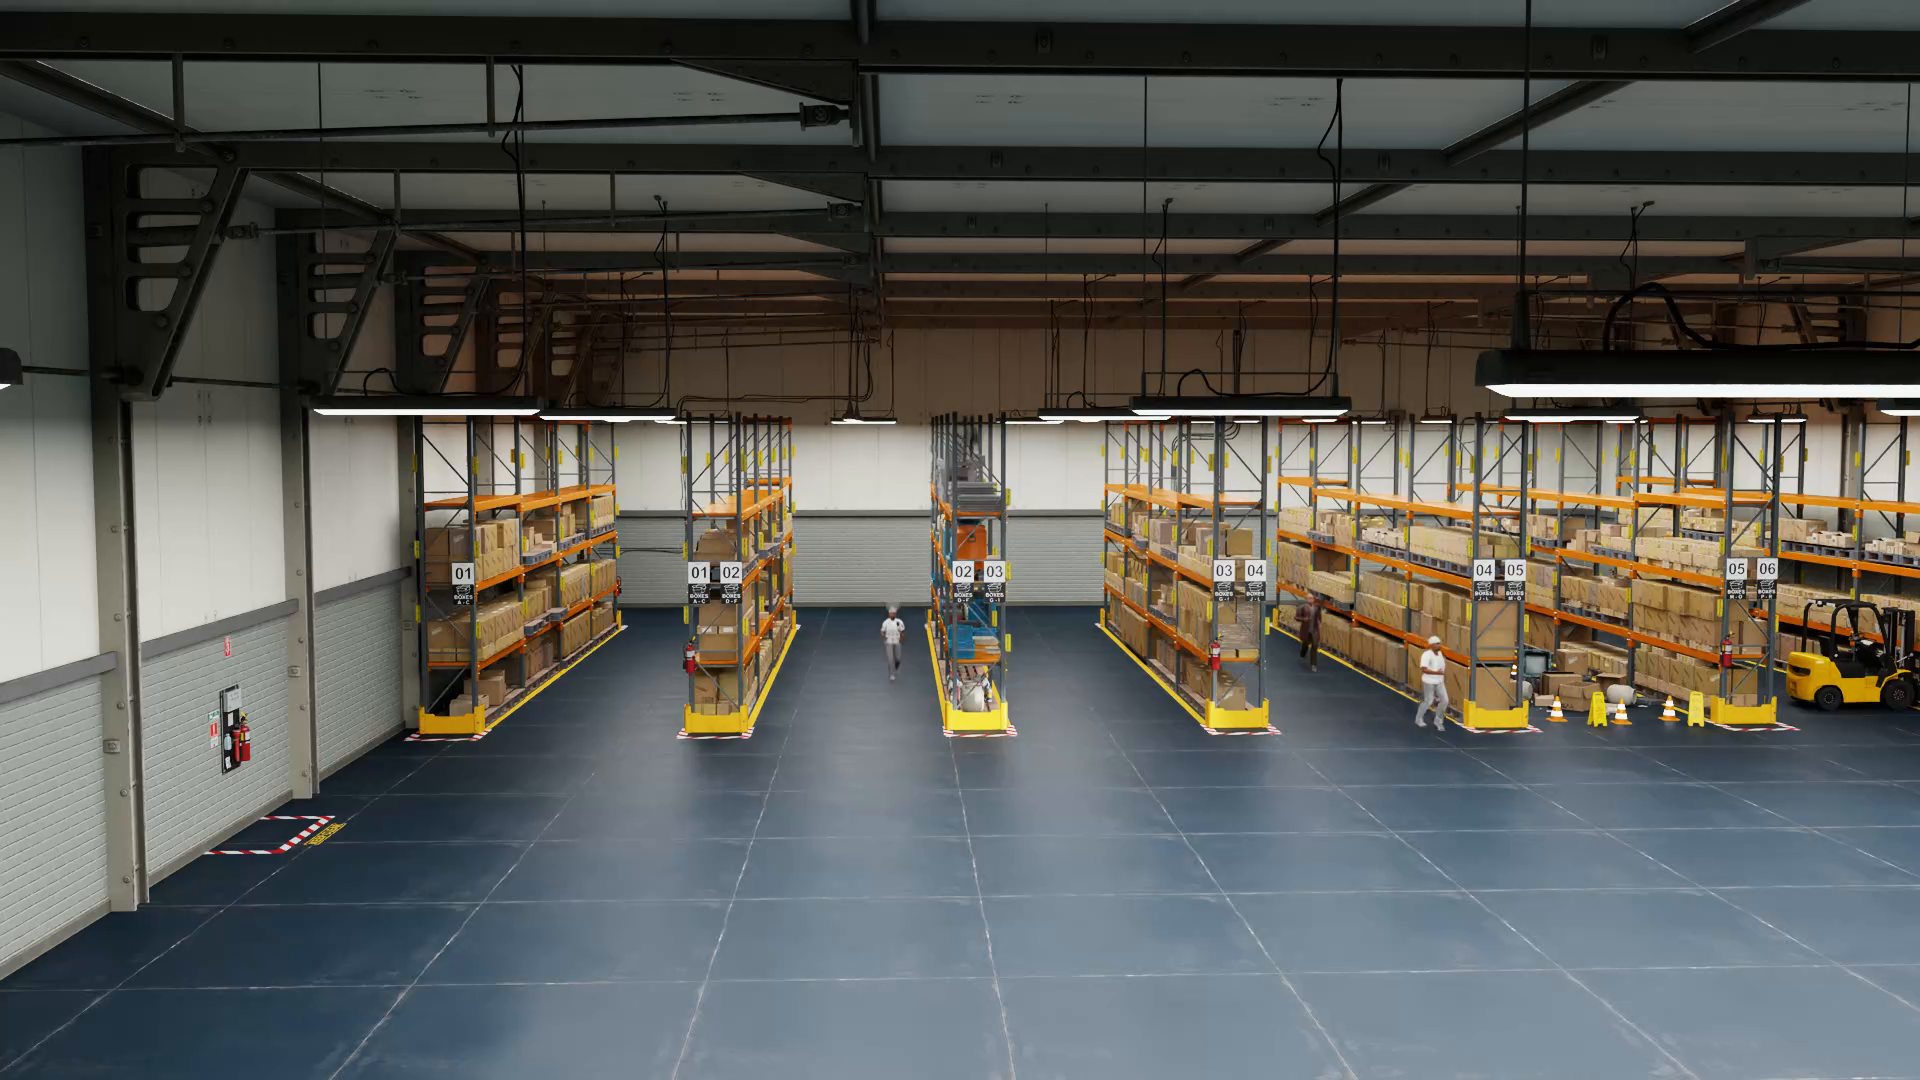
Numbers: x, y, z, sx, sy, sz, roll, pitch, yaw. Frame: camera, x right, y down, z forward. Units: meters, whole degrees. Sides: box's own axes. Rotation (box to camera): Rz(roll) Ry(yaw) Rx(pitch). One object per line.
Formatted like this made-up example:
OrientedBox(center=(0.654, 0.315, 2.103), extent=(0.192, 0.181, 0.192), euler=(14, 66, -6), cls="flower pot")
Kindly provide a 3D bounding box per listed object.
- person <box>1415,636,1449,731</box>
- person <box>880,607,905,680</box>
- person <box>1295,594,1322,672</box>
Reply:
OrientedBox(center=(8.946, 2.726, 31.372), extent=(0.726, 1.841, 0.744), euler=(-3, 5, -35), cls="person")
OrientedBox(center=(-1.512, 2.343, 37.583), extent=(0.571, 1.640, 0.554), euler=(0, 4, -4), cls="person")
OrientedBox(center=(8.241, 2.173, 39.296), extent=(0.715, 1.827, 1.045), euler=(0, 4, -4), cls="person")
